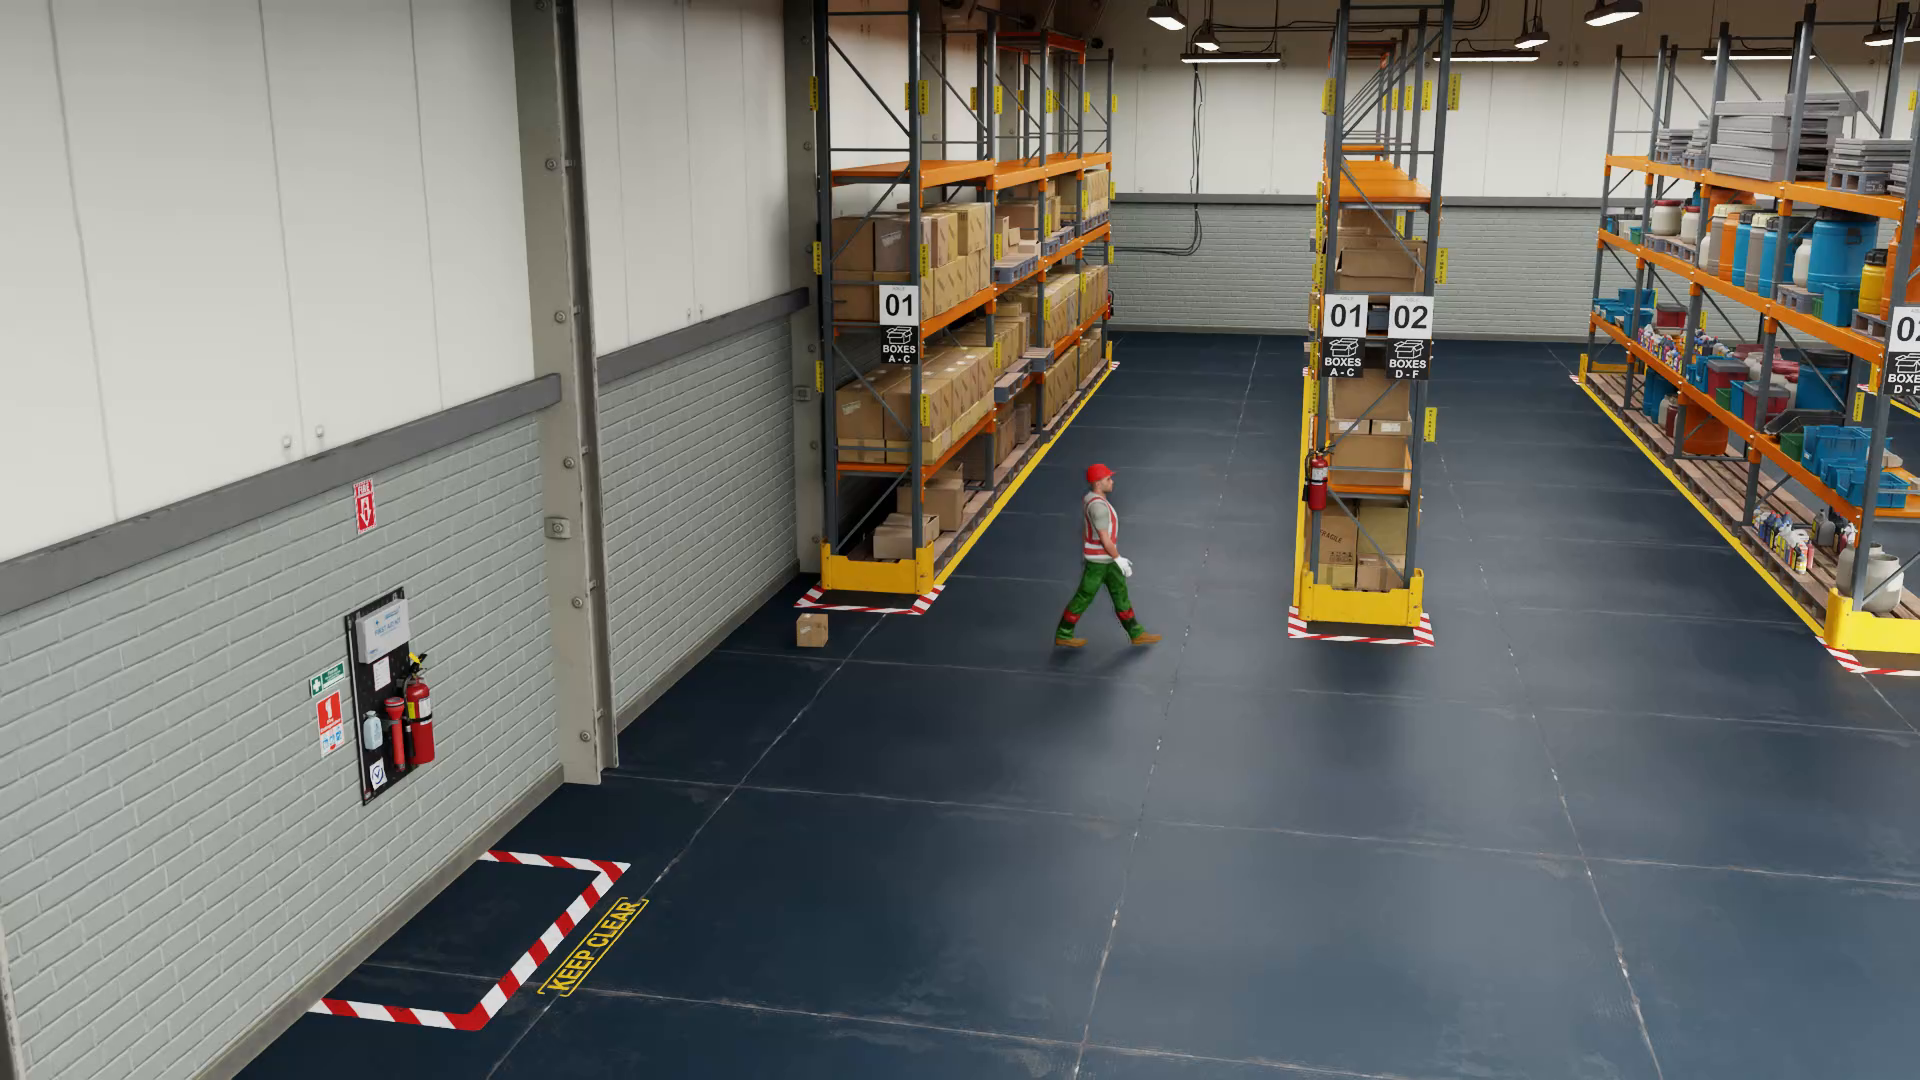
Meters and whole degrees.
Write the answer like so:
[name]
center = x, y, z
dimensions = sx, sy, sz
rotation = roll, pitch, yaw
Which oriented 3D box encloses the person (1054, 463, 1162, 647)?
[person]
center = 1.389, 0.151, 15.332
dimensions = 1.011, 1.734, 0.589
rotation = 1, 15, 4
